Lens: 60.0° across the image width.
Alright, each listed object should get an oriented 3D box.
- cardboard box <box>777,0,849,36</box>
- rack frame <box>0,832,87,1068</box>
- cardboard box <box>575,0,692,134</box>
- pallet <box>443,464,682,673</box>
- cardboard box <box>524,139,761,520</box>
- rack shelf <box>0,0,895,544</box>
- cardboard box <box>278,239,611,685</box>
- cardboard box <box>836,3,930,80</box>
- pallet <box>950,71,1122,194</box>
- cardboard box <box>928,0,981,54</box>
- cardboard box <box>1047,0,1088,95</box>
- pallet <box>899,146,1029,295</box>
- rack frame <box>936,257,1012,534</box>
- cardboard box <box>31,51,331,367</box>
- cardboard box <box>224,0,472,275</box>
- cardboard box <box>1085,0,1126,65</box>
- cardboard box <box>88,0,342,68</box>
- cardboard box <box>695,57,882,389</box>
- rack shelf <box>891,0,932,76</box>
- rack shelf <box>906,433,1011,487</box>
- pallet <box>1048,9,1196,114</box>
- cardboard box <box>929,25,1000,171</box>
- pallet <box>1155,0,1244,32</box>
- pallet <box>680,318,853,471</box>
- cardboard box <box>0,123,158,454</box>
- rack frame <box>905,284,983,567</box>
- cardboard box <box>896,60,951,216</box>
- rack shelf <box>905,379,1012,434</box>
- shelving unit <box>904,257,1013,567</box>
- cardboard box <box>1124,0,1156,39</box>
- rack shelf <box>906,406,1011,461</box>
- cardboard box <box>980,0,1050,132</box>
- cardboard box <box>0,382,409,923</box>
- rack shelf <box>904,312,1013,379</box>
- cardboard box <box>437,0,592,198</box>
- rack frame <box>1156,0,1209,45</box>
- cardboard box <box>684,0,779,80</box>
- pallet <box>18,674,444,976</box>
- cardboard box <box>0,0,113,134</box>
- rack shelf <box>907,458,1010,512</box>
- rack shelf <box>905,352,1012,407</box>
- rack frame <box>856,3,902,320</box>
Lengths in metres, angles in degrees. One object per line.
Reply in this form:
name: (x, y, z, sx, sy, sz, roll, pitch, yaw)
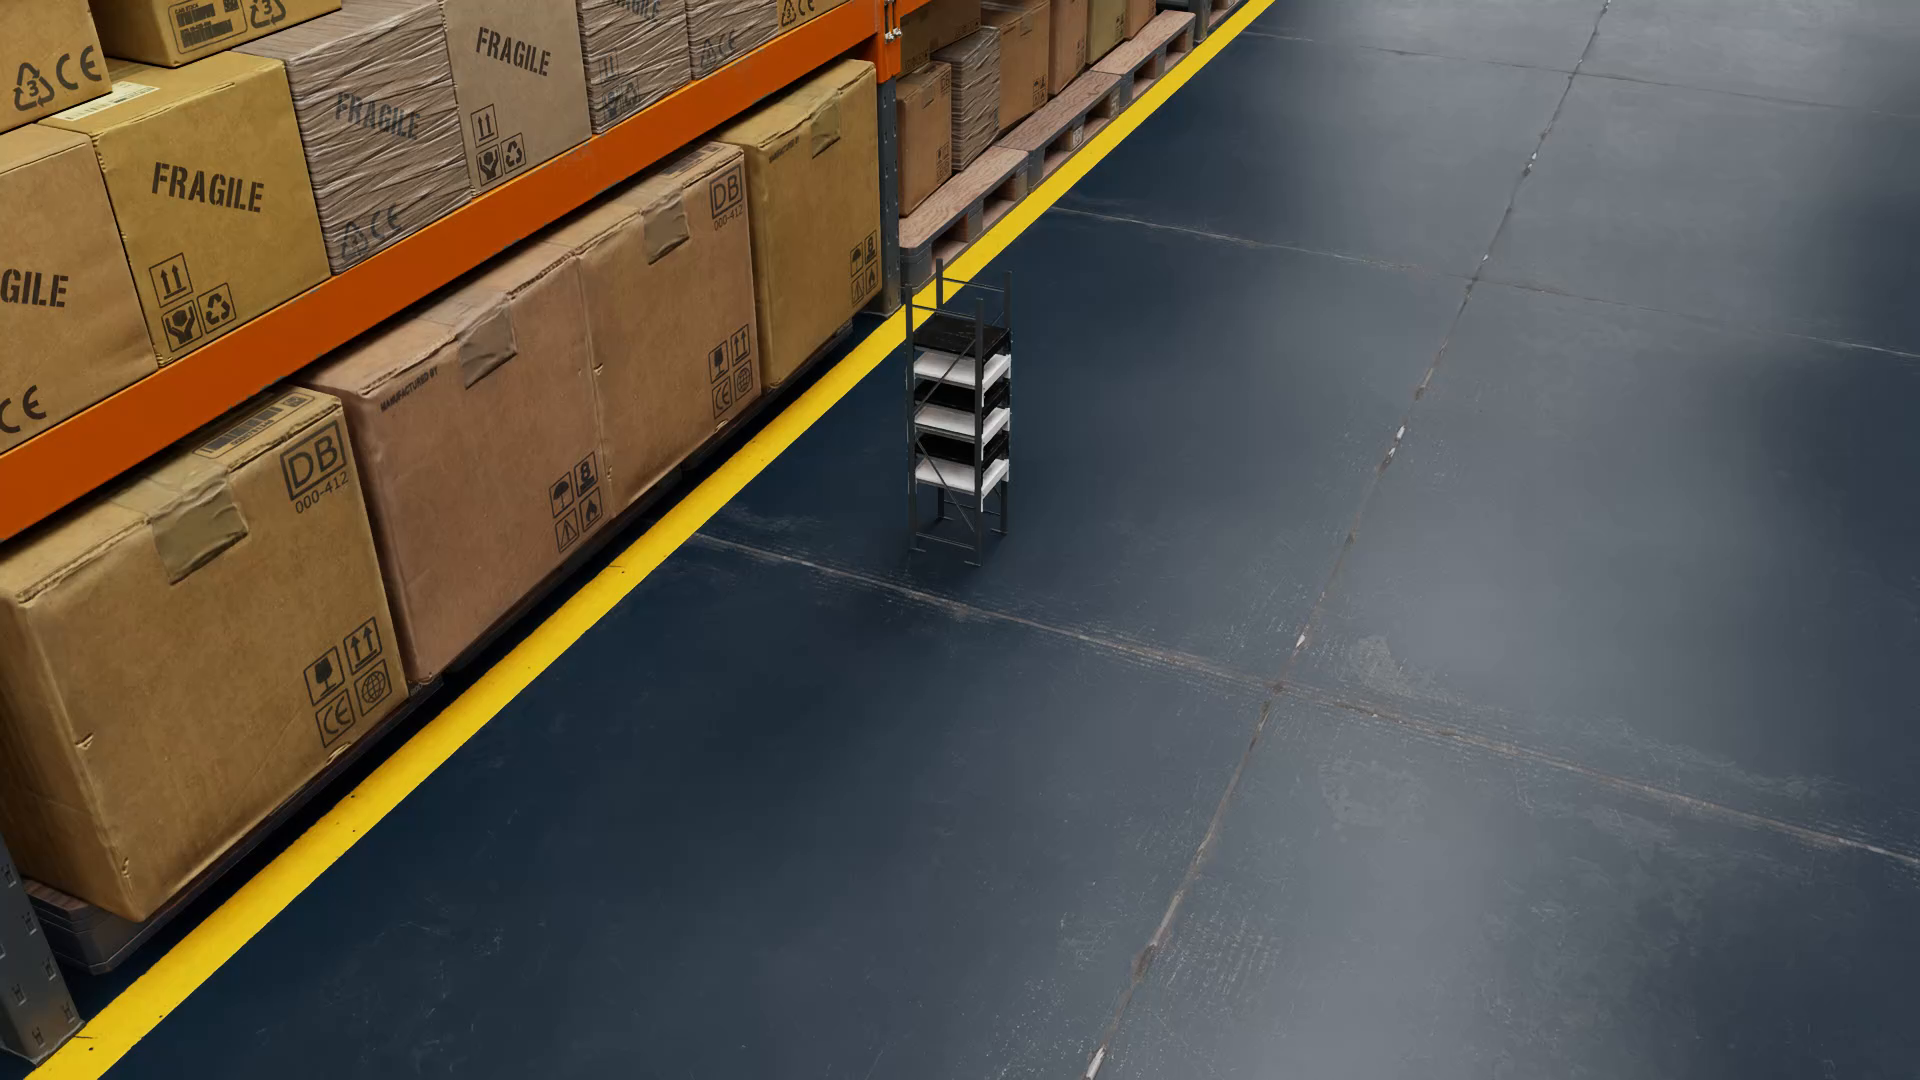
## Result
cardboard box: (-0.696, -2.008, 5.486, 0.500, 0.500, 0.500, 15, 36, 22)
rack frame: (-2.388, -0.277, 2.936, 1.000, 3.000, 0.127, 14, 36, 20)
cardboard box: (-1.124, -1.502, 4.713, 0.500, 0.500, 0.500, 13, 35, 19)
pallet: (-1.625, -0.122, 5.243, 1.003, 0.211, 1.213, 14, 36, 20)
cardboard box: (-1.402, -0.775, 5.251, 1.225, 0.875, 0.875, 14, 36, 21)
rack shelf: (-1.552, -0.972, 4.653, 1.077, 0.370, 4.000, 14, 36, 20)
cardboard box: (-1.766, -0.332, 4.576, 1.225, 0.875, 0.875, 13, 35, 19)
cardboard box: (-0.462, -2.062, 6.853, 0.500, 0.250, 0.500, 16, 36, 22)
pallet: (0.125, -2.097, 8.255, 1.003, 0.211, 1.213, 14, 36, 20)
cardboard box: (-0.249, -2.328, 7.260, 0.500, 0.250, 0.500, 18, 37, 26)
cardboard box: (0.232, -2.587, 8.338, 0.700, 0.500, 0.500, 11, 35, 16)
pallet: (-0.386, -1.492, 7.332, 1.003, 0.211, 1.213, 14, 36, 20)
rack frame: (0.039, -0.423, 5.074, 0.240, 0.900, 0.006, 14, 36, 20)
cardboard box: (-1.759, -0.741, 3.553, 0.500, 0.500, 0.500, 14, 36, 21)
cardboard box: (-1.549, -0.990, 3.933, 0.500, 0.500, 0.500, 13, 36, 19)
cardboard box: (0.466, -2.866, 8.763, 0.700, 0.500, 0.500, 14, 36, 20)
cardboard box: (-1.831, -1.397, 3.639, 0.797, 0.503, 0.637, 15, 36, 21)
cardboard box: (-1.022, -1.217, 5.925, 1.225, 0.875, 0.875, 13, 35, 18)
rack shelf: (0.122, -2.964, 7.691, 1.077, 0.370, 4.000, 14, 36, 20)
rack shelf: (-0.003, -0.269, 5.065, 0.258, 0.077, 0.200, 14, 36, 20)
pallet: (0.634, -2.707, 9.185, 1.003, 0.211, 1.213, 14, 36, 20)
cardboard box: (-0.232, -2.025, 7.481, 0.700, 0.500, 0.500, 11, 35, 17)
pallet: (1.208, -3.437, 10.300, 1.003, 0.211, 1.213, 14, 36, 20)
pallet: (-1.113, -0.727, 6.167, 1.003, 0.211, 1.213, 14, 36, 20)
cardboard box: (-1.969, -0.490, 3.171, 0.500, 0.500, 0.500, 14, 36, 21)
rack frame: (-0.046, -0.322, 4.920, 0.240, 0.900, 0.006, 14, 36, 20)
cardboard box: (-0.453, -1.746, 7.055, 0.700, 0.500, 0.500, 12, 35, 18)
rack shelf: (-0.003, -0.420, 4.966, 0.258, 0.077, 0.200, 14, 36, 20)
shelving unit: (-0.003, -0.372, 4.997, 0.258, 0.900, 0.210, 14, 36, 20)
cardboard box: (0.682, -3.099, 9.119, 0.700, 0.500, 0.500, 11, 35, 17)
rack shelf: (-0.003, -0.344, 5.015, 0.258, 0.077, 0.200, 14, 36, 20)
cardboard box: (-0.001, -2.309, 7.914, 0.700, 0.500, 0.500, 17, 37, 24)
cardboard box: (-2.139, 0.113, 3.897, 1.225, 0.875, 0.875, 14, 36, 21)
rack shelf: (-0.003, -0.570, 4.867, 0.258, 0.077, 0.200, 14, 36, 20)
cardboard box: (-1.338, -1.248, 4.327, 0.500, 0.500, 0.500, 15, 36, 21)
rack frame: (0.959, -4.261, 9.013, 1.000, 3.000, 0.127, 14, 36, 20)
cardboard box: (-0.910, -1.761, 5.109, 0.500, 0.500, 0.500, 14, 36, 20)
pallet: (-2.134, 0.488, 4.313, 1.003, 0.211, 1.213, 14, 36, 20)
cardboard box: (-2.129, -1.058, 3.122, 0.797, 0.503, 0.637, 13, 36, 19)
rack shelf: (-0.003, -0.194, 5.114, 0.258, 0.077, 0.200, 14, 36, 20)
rack shelf: (-0.003, -0.495, 4.917, 0.258, 0.077, 0.200, 14, 36, 20)
rack frame: (-0.715, -2.269, 5.975, 1.000, 3.000, 0.127, 14, 36, 20)
